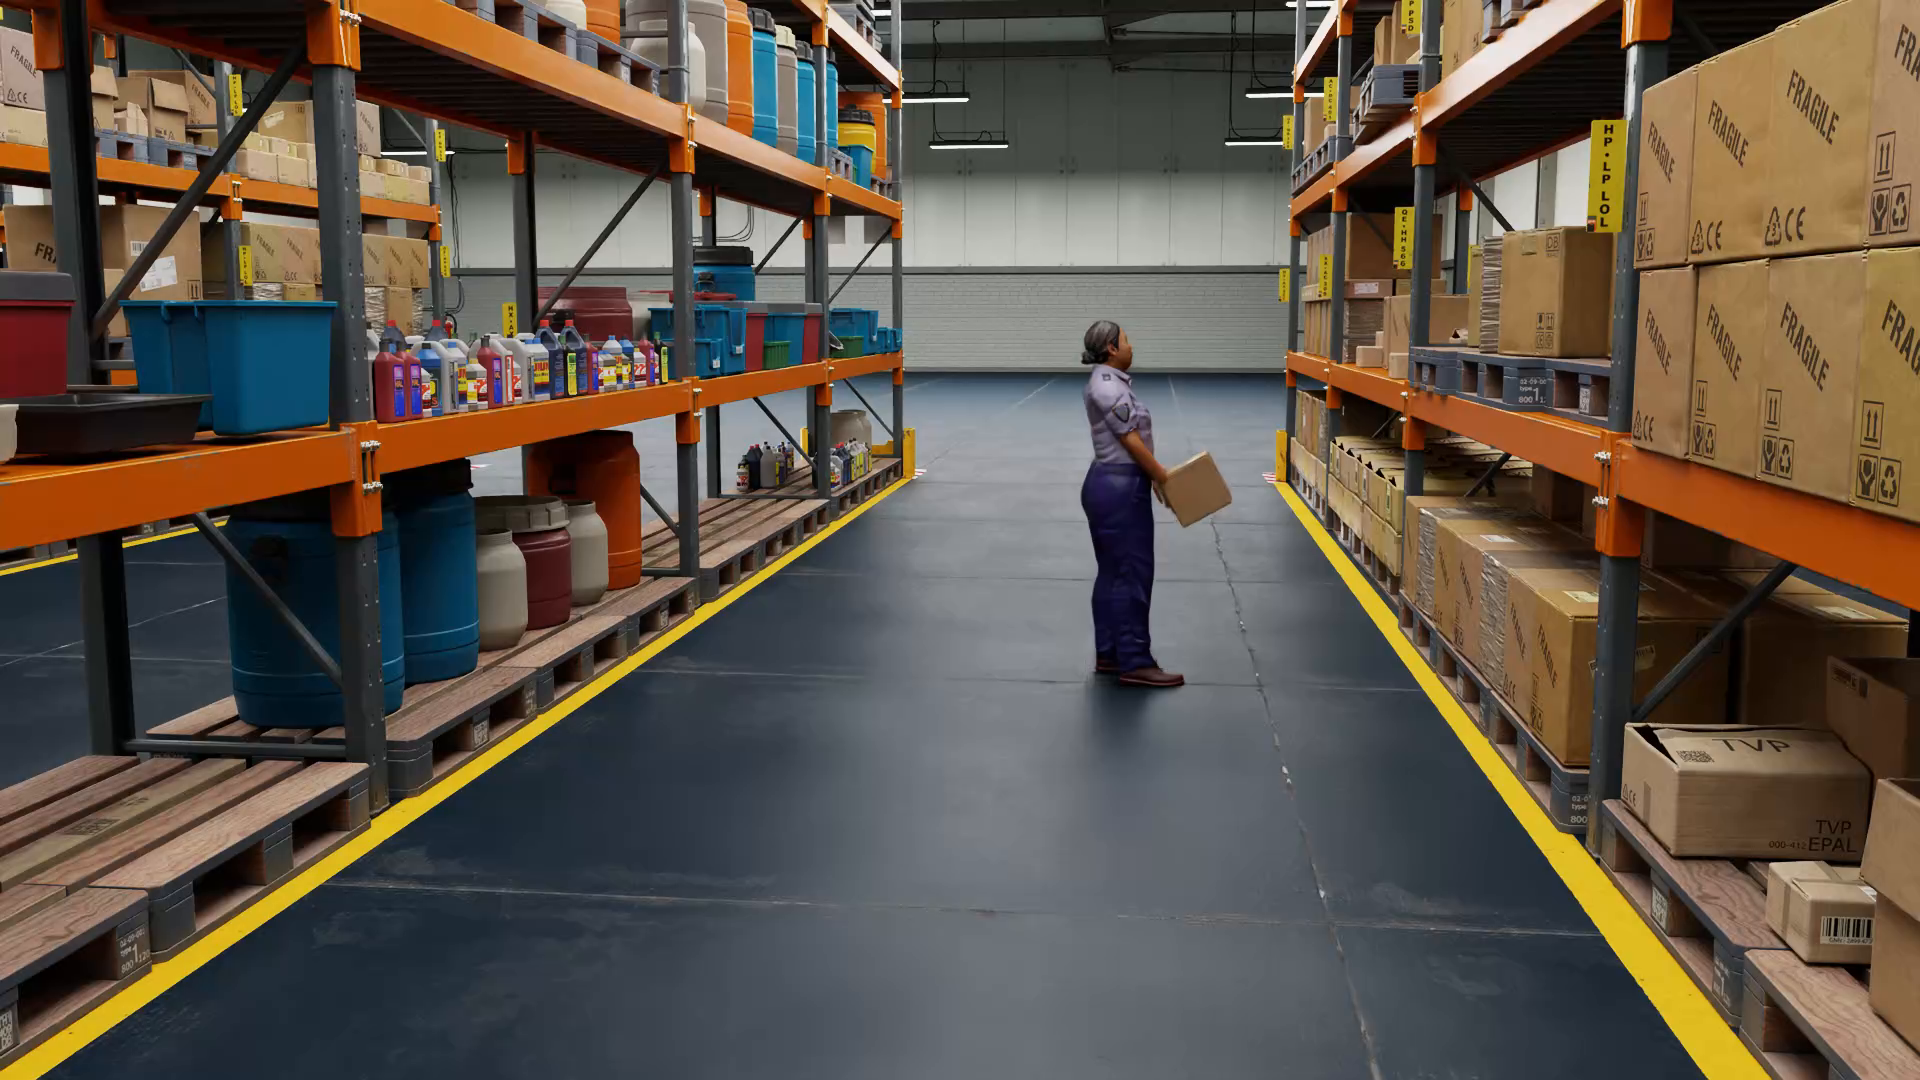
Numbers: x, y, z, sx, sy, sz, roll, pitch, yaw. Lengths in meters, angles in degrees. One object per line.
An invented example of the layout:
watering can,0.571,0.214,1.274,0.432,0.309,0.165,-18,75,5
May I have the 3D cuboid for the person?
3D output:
person,0.788,-0.175,7.662,0.474,1.642,0.532,-1,8,-4
